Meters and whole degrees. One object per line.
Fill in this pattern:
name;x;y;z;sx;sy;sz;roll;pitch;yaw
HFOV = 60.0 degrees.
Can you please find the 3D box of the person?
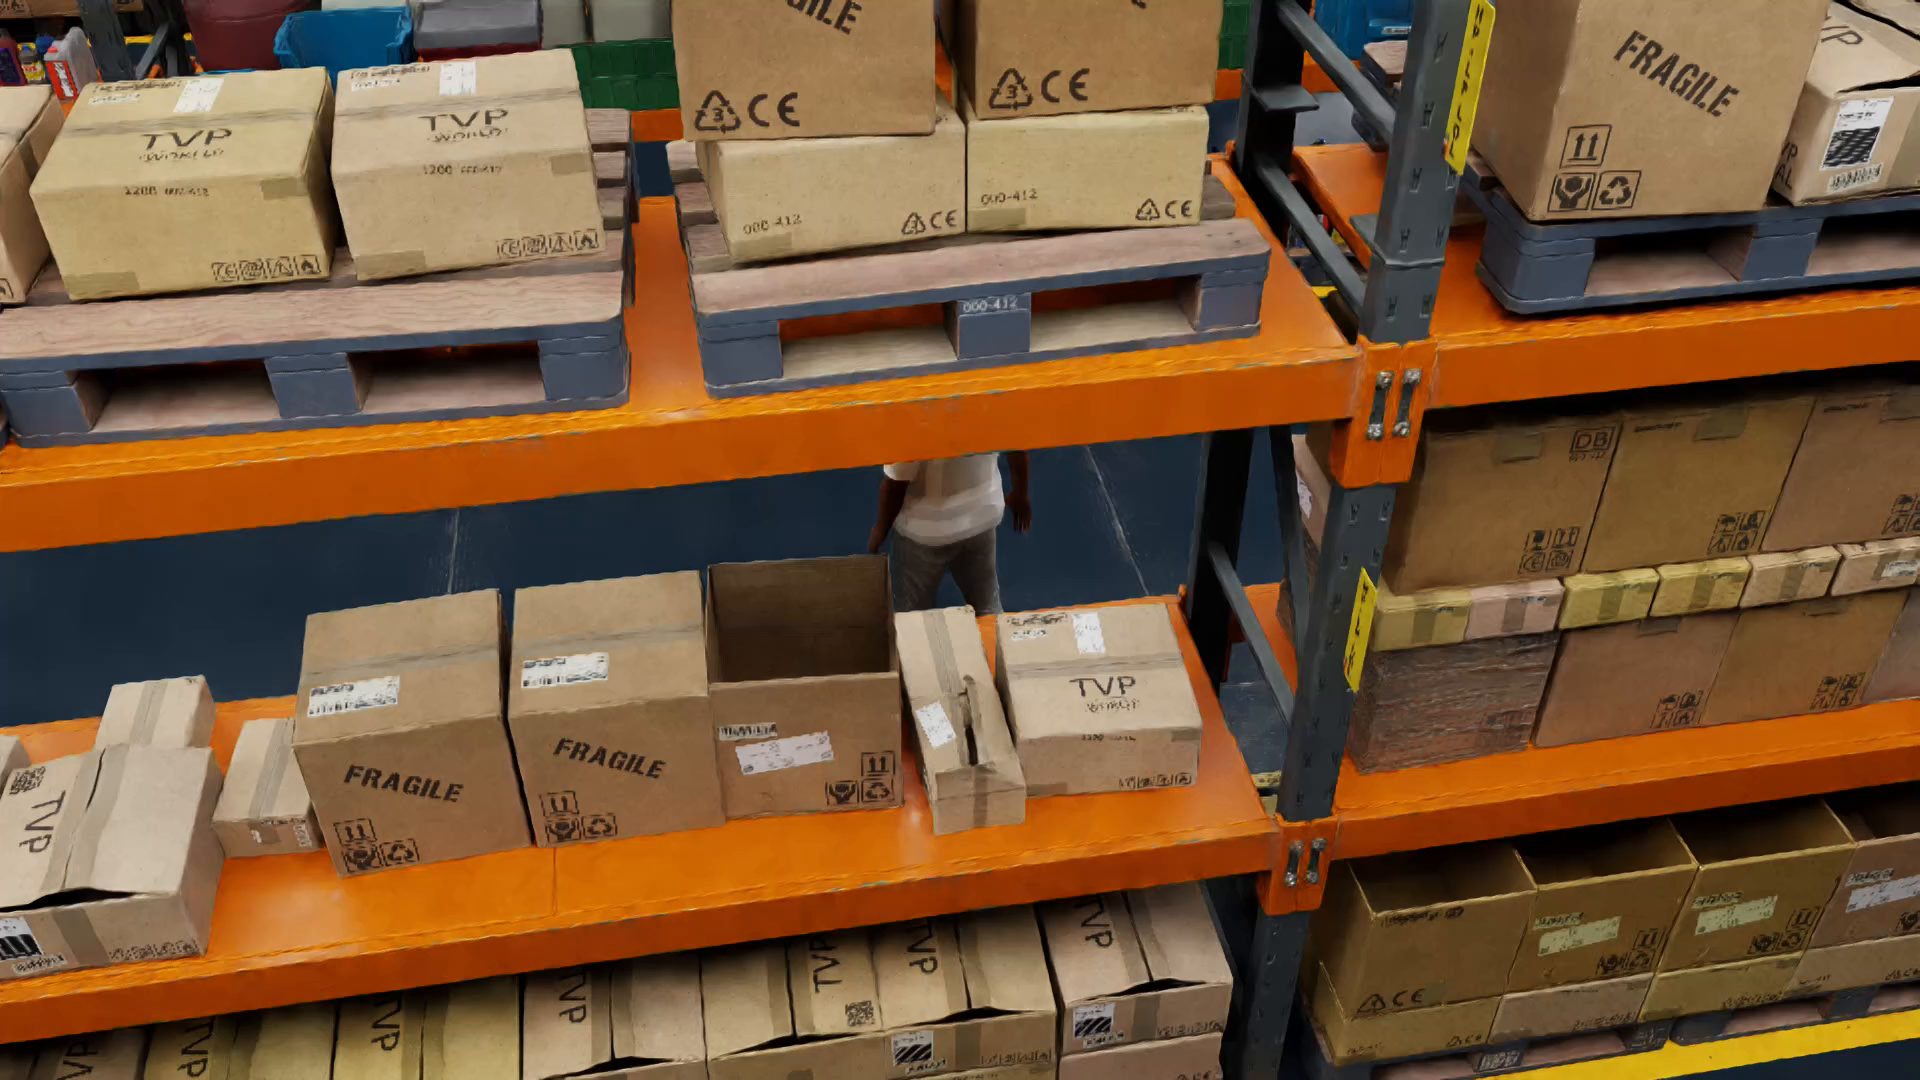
person;-0.064;-0.134;6.264;0.650;1.768;0.521;-23;44;-27
